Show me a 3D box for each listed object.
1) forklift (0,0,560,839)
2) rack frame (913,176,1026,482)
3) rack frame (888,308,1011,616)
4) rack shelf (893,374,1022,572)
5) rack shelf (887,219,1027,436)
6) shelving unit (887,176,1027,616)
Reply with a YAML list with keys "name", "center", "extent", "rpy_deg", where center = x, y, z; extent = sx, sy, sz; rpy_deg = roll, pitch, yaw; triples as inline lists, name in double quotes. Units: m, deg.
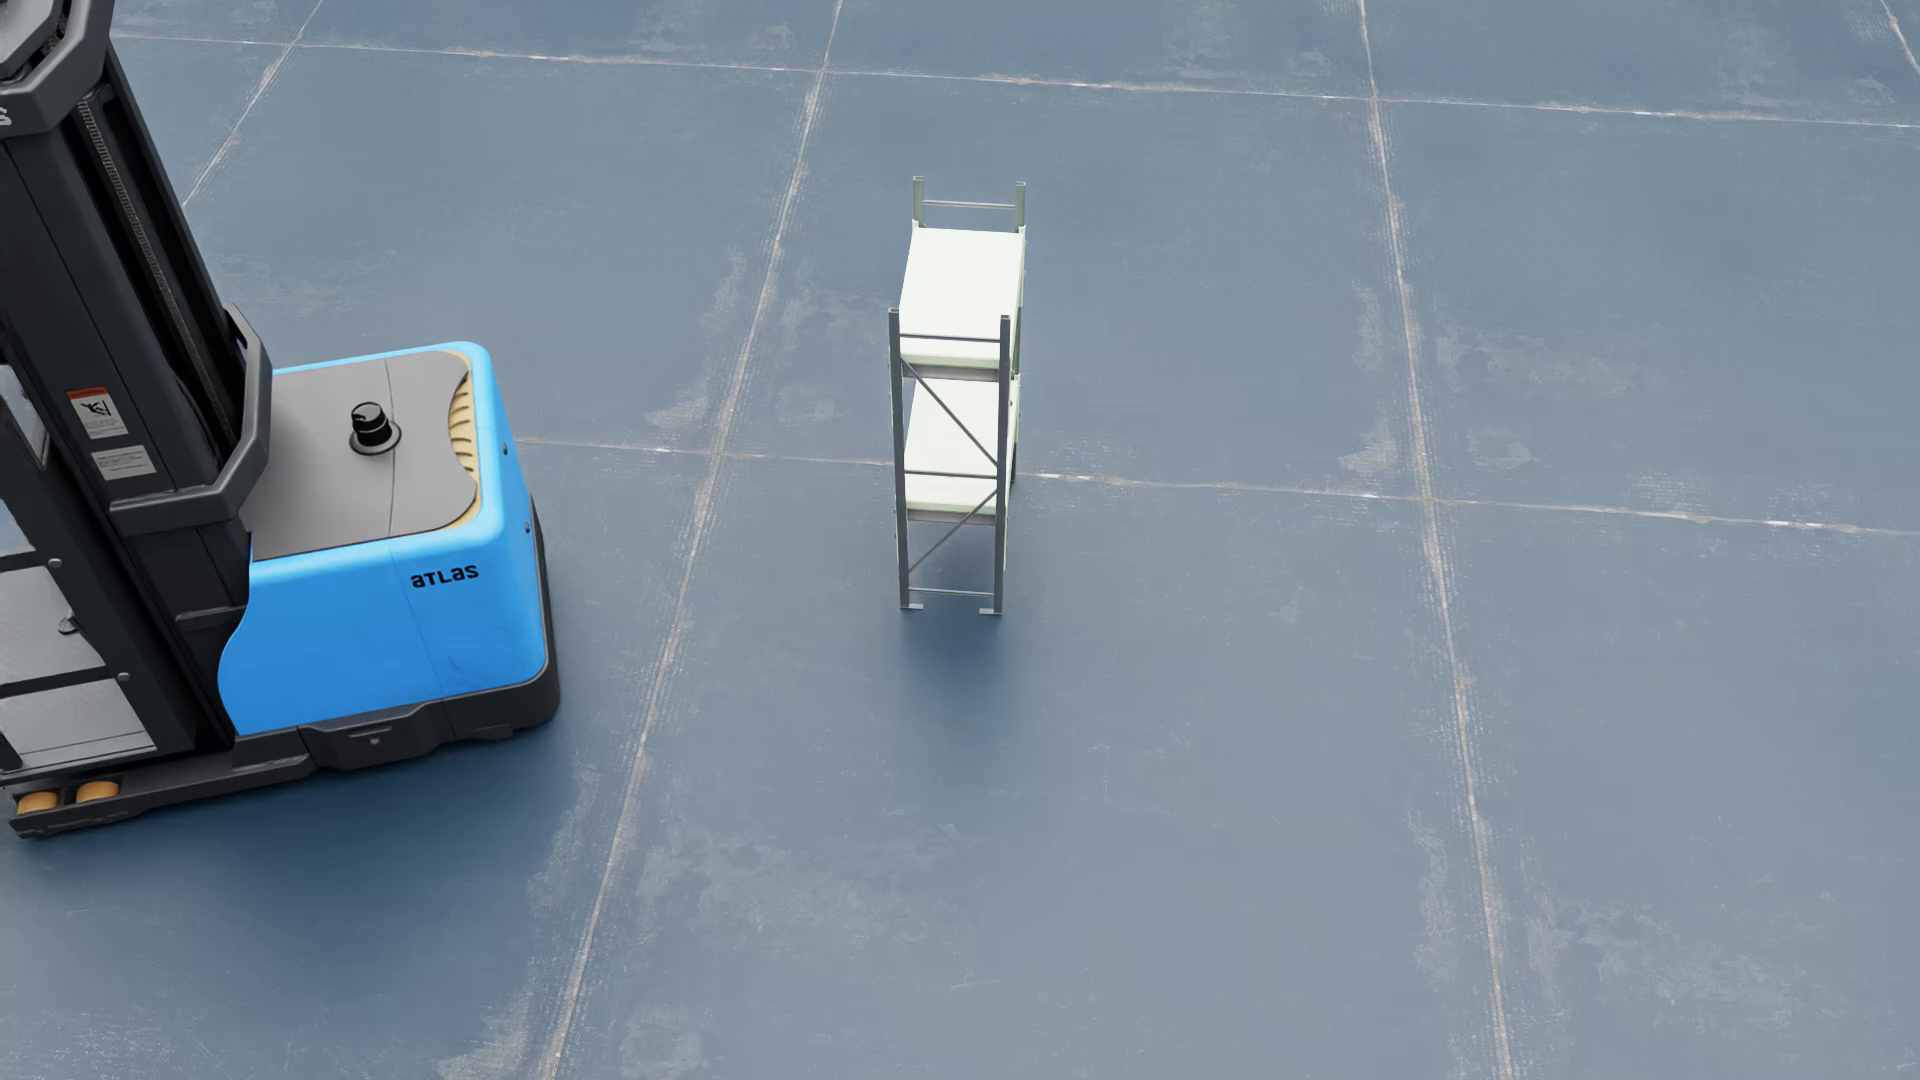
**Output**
- name: "forklift"
  center: [-3.048, -0.387, 5.144]
  extent: [3.031, 2.935, 1.130]
  rpy_deg: [-10, 48, -9]
- name: "rack frame"
  center: [0.033, -0.770, 6.464]
  extent: [0.400, 1.500, 0.023]
  rpy_deg: [4, 48, 4]
- name: "rack frame"
  center: [-0.034, -0.232, 5.972]
  extent: [0.400, 1.500, 0.023]
  rpy_deg: [4, 48, 4]
- name: "rack shelf"
  center: [-0.001, -0.281, 6.459]
  extent: [0.431, 0.370, 0.720]
  rpy_deg: [4, 48, 4]
- name: "rack shelf"
  center: [-0.001, -0.765, 5.930]
  extent: [0.431, 0.370, 0.720]
  rpy_deg: [4, 48, 4]
- name: "shelving unit"
  center: [-0.001, -0.501, 6.218]
  extent: [0.431, 1.500, 0.755]
  rpy_deg: [4, 48, 4]
